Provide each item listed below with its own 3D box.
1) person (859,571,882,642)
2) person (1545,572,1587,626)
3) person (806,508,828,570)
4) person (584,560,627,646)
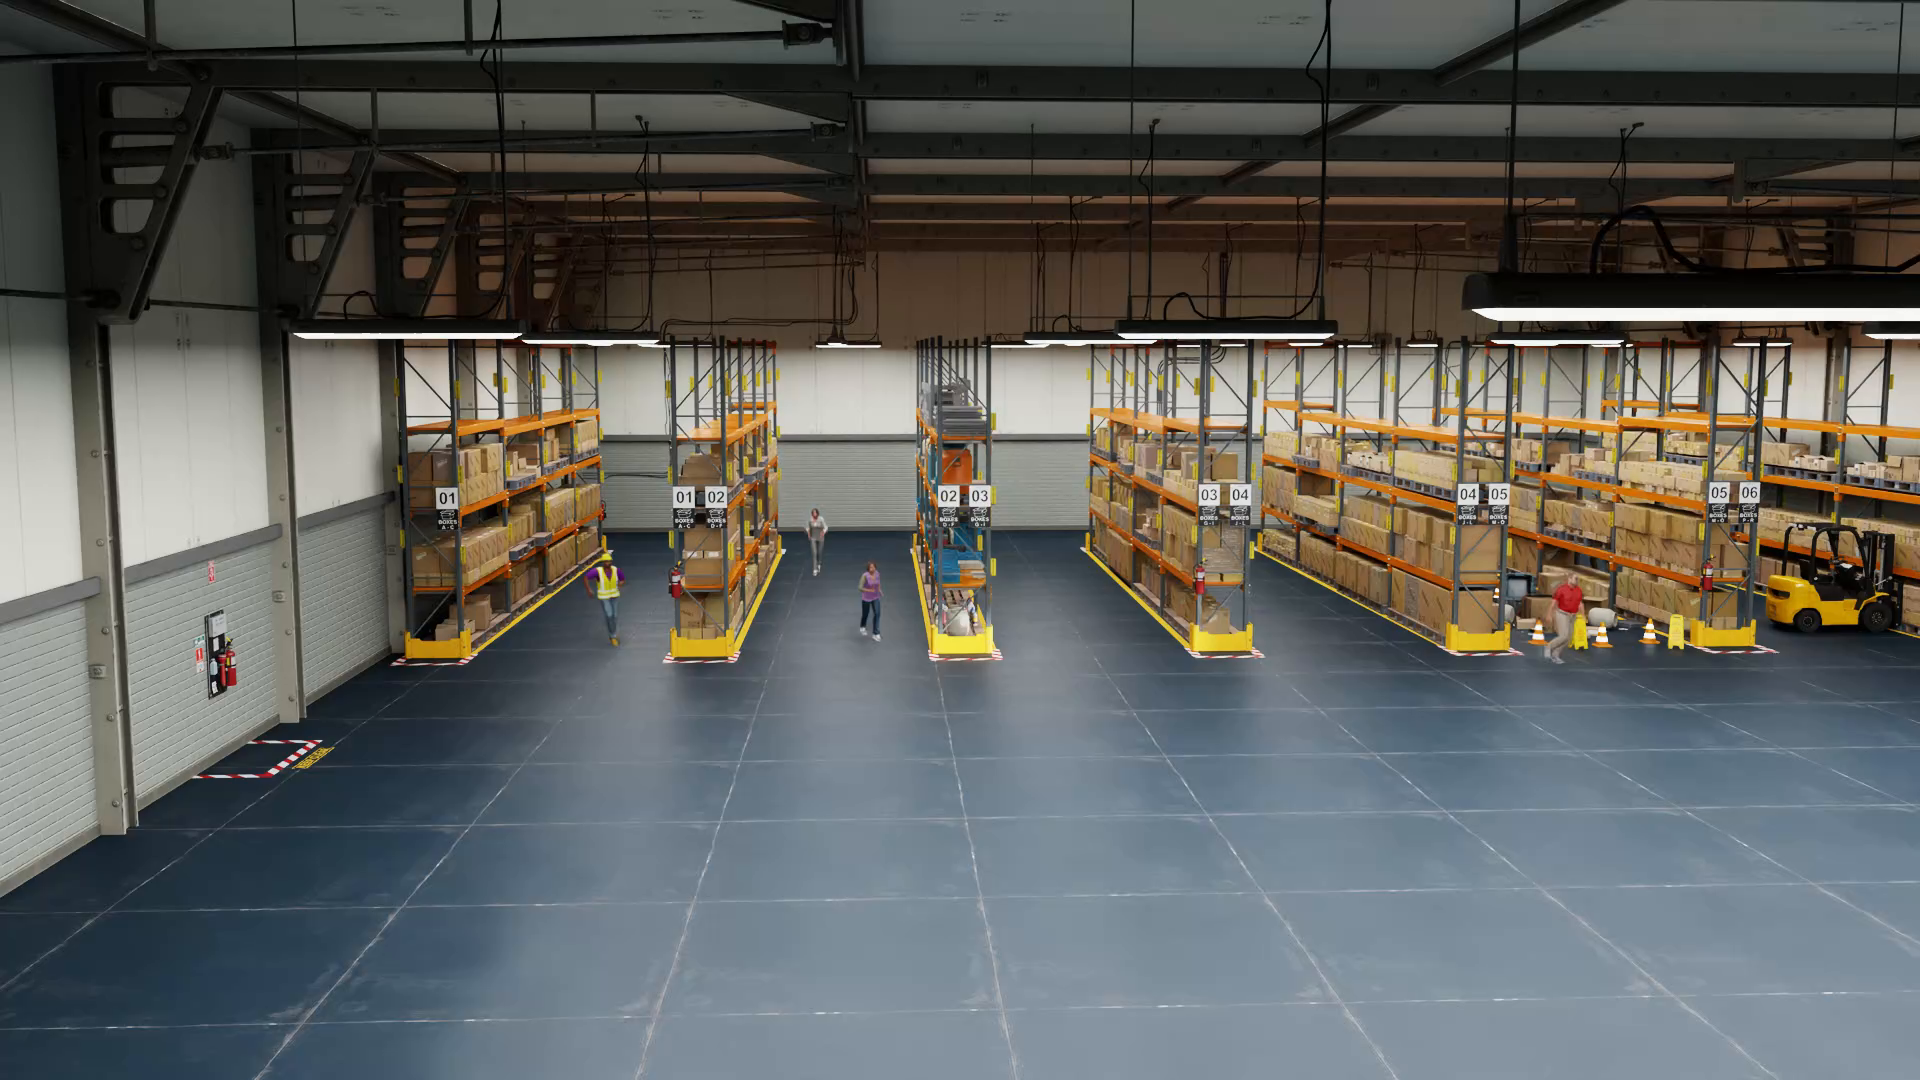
[{"bbox_3d":[-1.785,1.288,32.988,0.352,1.361,0.926,-3,7,-23],"label":"person"},{"bbox_3d":[11.121,1.122,30.394,0.656,0.891,0.475,-3,7,-27],"label":"person"},{"bbox_3d":[-3.510,0.016,40.764,0.541,1.429,0.582,0,6,-2],"label":"person"},{"bbox_3d":[-6.910,1.188,32.568,0.806,1.785,0.722,-4,8,-30],"label":"person"}]
